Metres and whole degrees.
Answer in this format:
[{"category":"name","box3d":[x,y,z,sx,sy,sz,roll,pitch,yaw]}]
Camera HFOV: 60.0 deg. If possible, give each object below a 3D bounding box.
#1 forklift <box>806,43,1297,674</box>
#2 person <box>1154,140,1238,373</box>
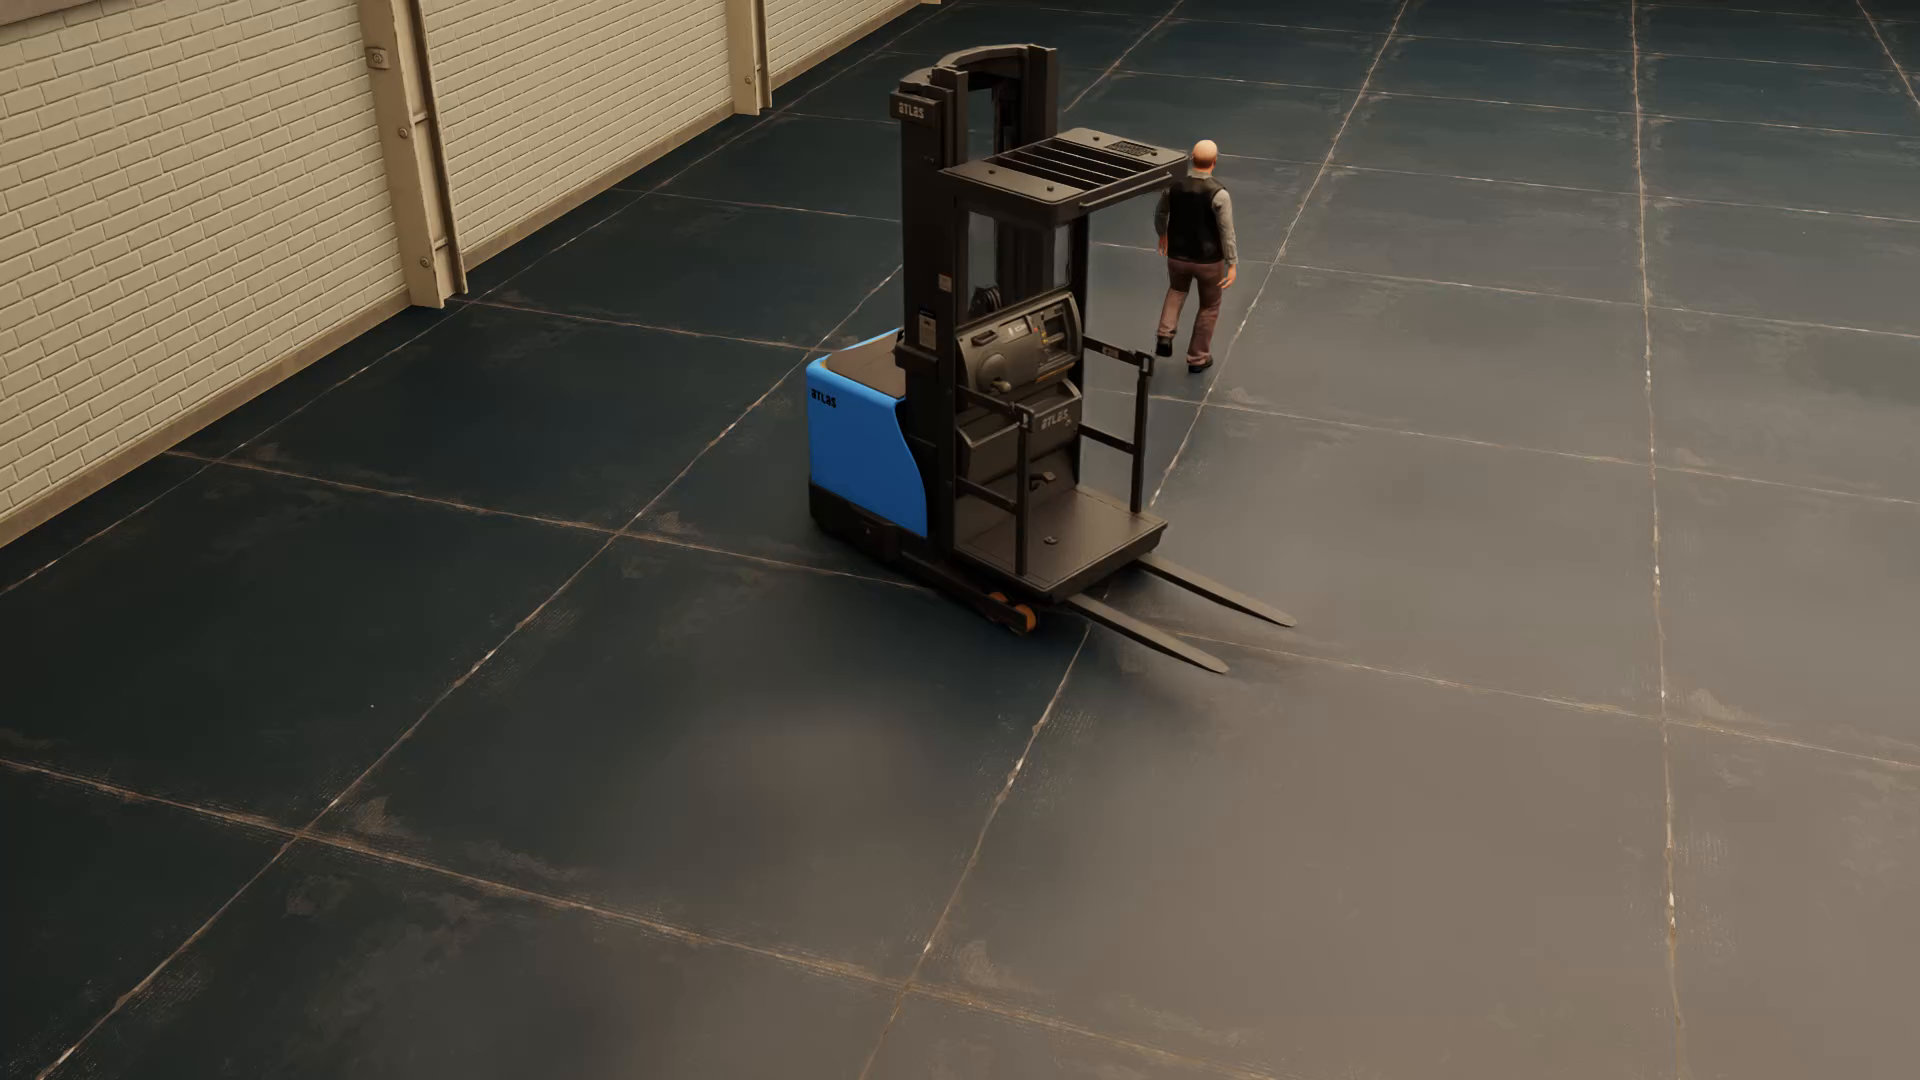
[{"category":"forklift","box3d":[0.484,-1.041,8.962,3.031,2.935,1.130,26,38,37]},{"category":"person","box3d":[1.701,-2.038,11.954,0.699,1.702,0.473,17,34,27]}]
